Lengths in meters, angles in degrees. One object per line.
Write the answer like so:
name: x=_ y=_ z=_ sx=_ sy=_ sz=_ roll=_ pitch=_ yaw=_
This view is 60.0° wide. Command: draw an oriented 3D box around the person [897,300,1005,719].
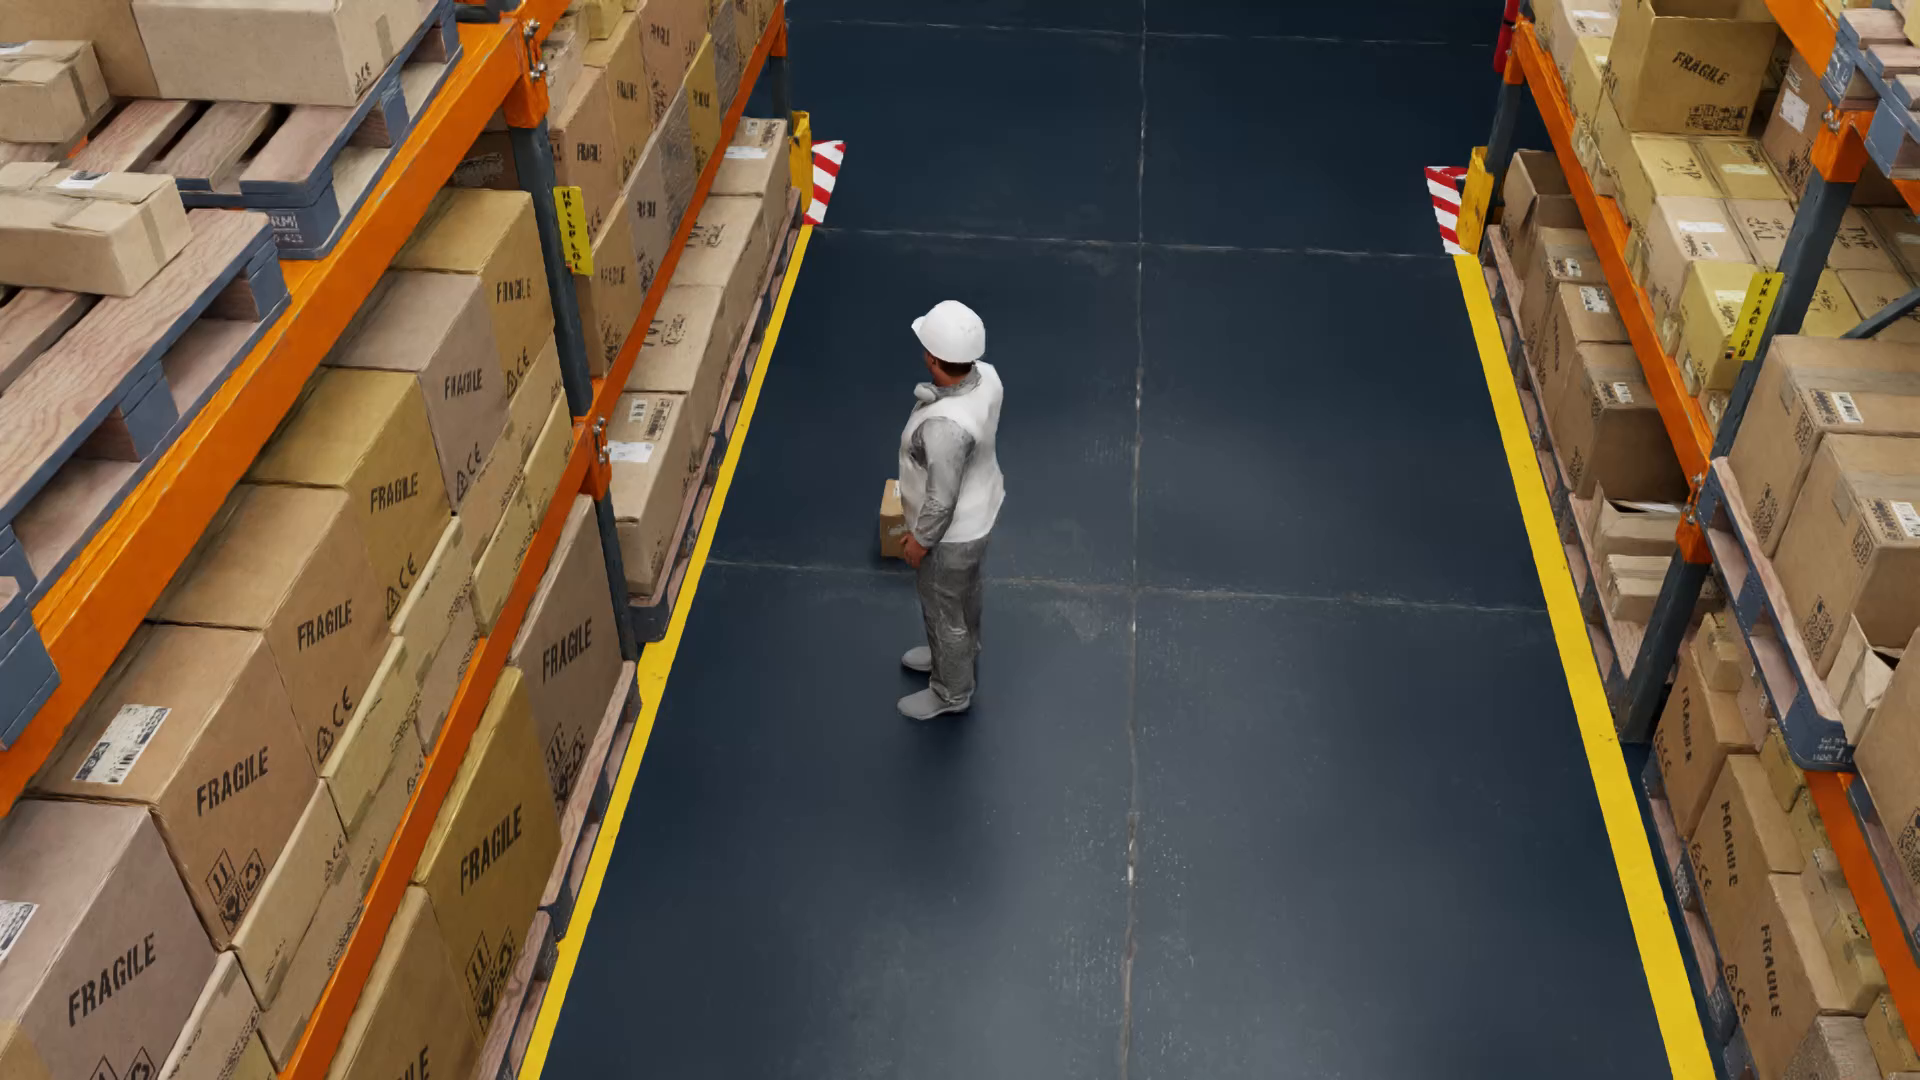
person: x=-0.055 y=-0.099 z=6.243 sx=0.415 sy=1.813 sz=0.588 roll=11 pitch=41 yaw=13
